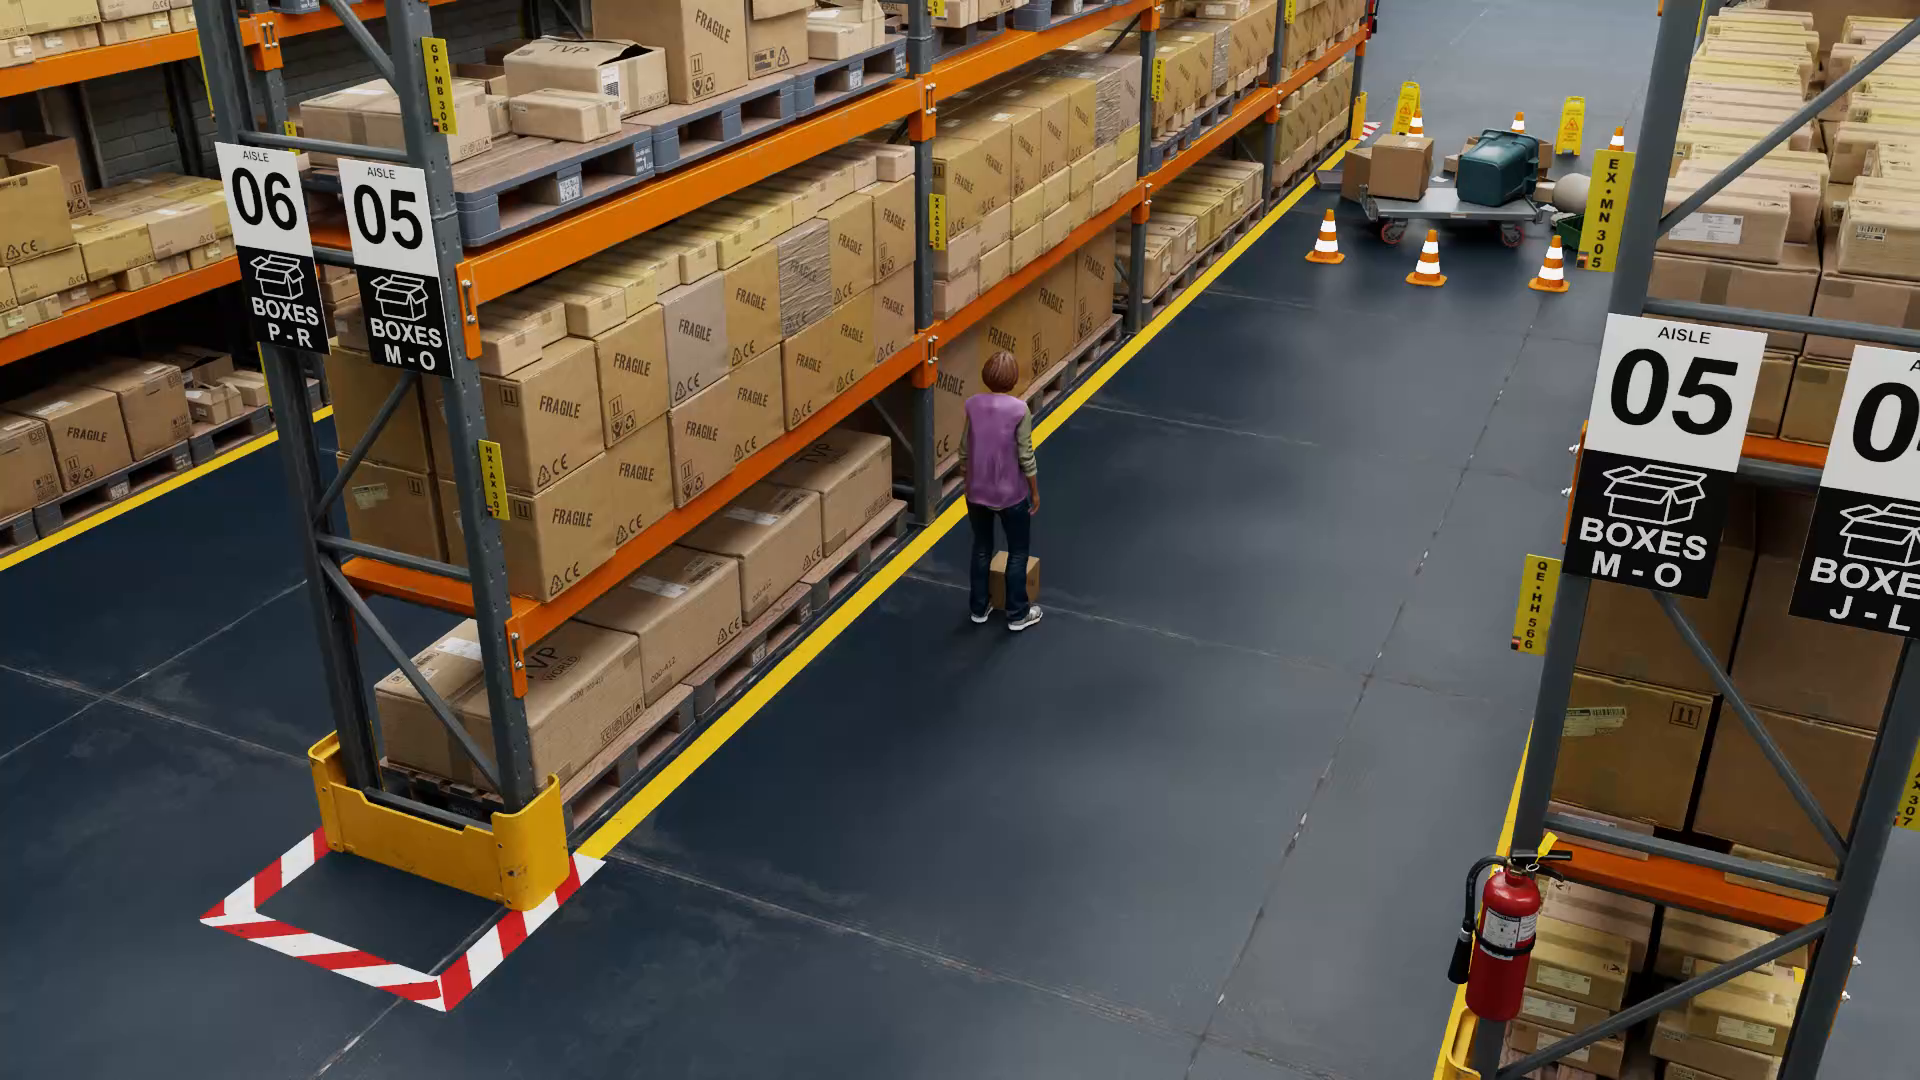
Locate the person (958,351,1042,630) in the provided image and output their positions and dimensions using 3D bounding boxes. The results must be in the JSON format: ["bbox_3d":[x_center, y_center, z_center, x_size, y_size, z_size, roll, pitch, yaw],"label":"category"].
[{"bbox_3d":[0.210,-0.255,9.139,0.460,1.592,0.343,12,29,22],"label":"person"}]
